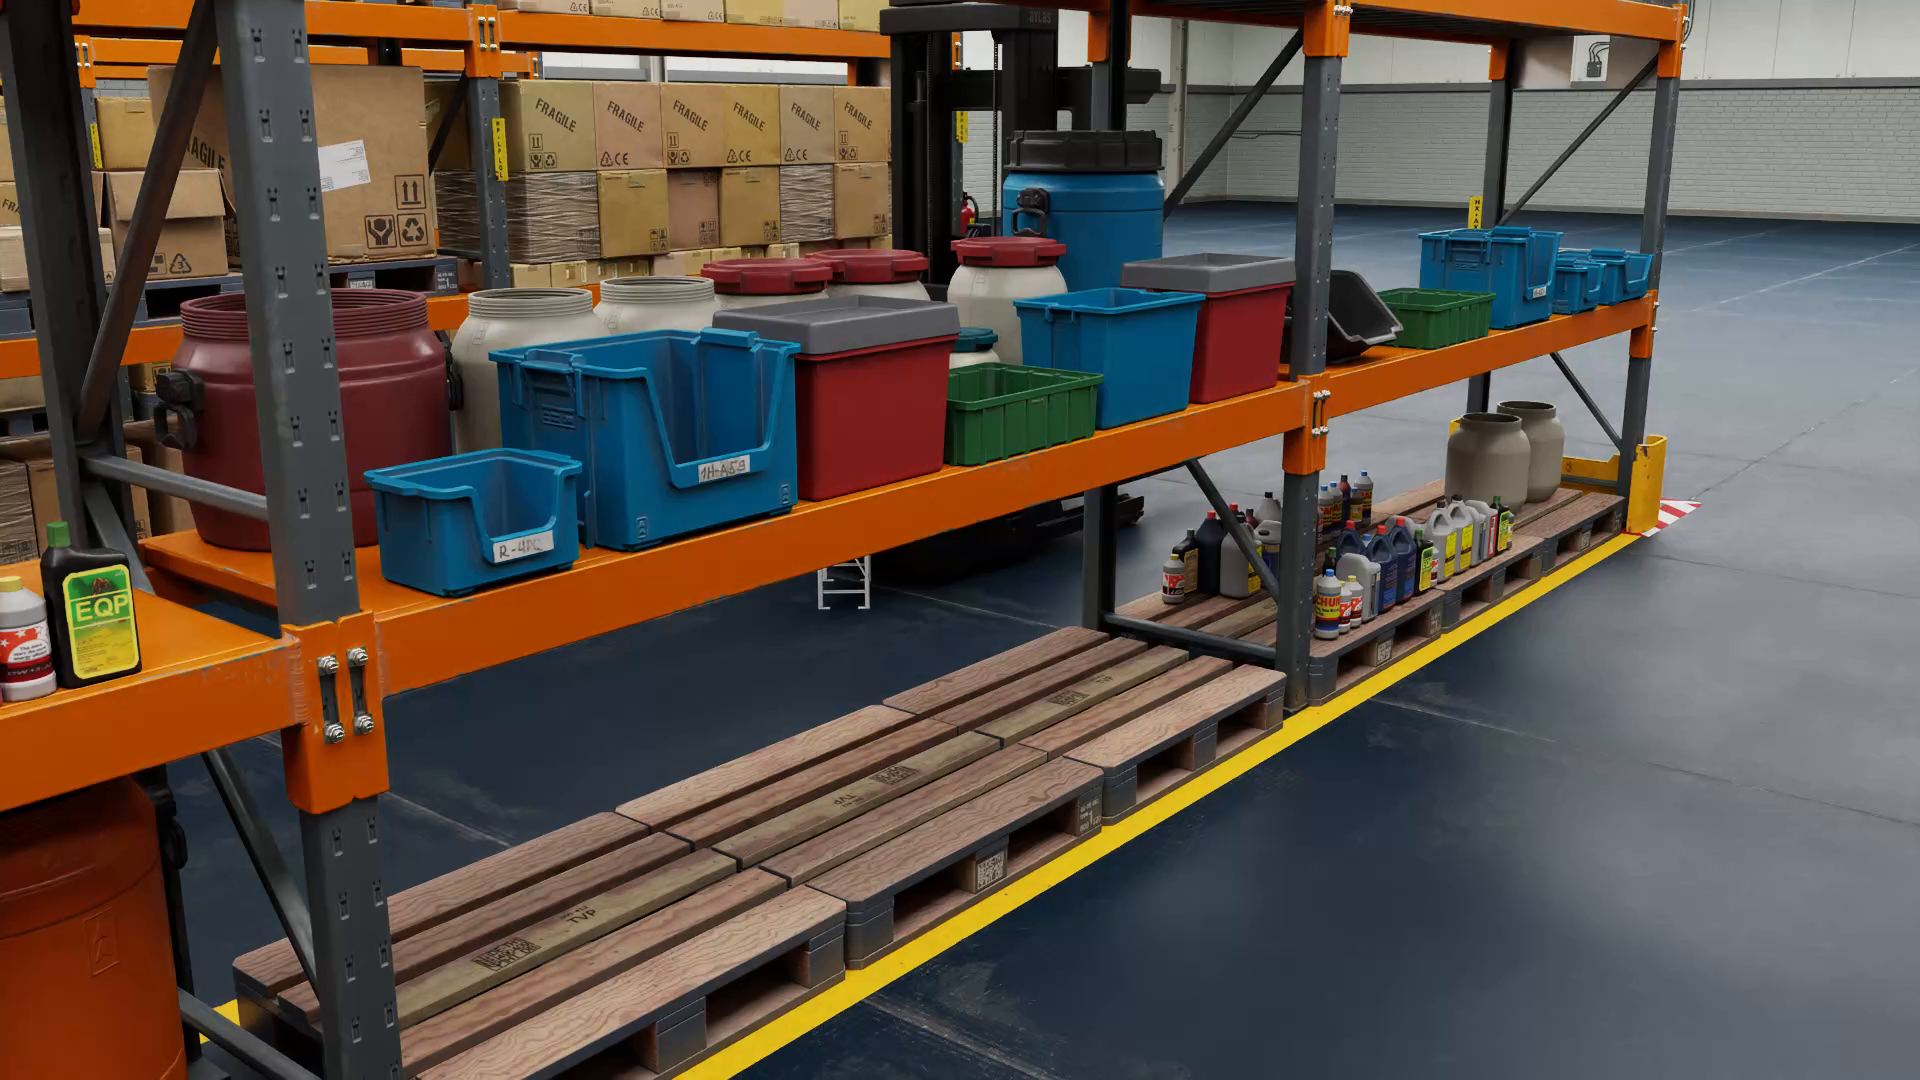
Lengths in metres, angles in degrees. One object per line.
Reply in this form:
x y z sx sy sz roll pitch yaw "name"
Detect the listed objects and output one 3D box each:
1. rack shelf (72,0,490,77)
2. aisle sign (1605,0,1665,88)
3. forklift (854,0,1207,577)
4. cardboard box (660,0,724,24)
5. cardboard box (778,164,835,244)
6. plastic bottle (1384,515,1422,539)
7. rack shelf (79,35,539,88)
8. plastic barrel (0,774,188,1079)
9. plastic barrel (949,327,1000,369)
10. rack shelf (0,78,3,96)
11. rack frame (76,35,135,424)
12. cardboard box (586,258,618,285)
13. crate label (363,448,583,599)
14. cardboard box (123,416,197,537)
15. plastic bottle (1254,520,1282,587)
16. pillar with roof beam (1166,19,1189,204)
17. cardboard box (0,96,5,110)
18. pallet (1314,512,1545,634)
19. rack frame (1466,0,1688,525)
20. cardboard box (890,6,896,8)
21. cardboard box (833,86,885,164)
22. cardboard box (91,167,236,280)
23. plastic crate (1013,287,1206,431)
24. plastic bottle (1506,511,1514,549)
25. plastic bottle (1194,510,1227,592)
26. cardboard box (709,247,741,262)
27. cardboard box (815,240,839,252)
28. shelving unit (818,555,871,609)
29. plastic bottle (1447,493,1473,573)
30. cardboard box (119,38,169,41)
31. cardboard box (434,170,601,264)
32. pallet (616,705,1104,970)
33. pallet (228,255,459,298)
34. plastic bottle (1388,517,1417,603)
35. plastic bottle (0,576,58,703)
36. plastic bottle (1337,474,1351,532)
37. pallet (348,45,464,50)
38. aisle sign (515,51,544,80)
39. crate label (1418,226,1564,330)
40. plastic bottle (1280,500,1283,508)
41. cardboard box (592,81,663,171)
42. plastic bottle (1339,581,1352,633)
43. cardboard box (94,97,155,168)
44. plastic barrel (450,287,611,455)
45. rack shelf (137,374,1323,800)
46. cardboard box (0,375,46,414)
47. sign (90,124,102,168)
-4.171 -2.352 7.657 1.077 0.370 4.000 11 18 38 "rack shelf"
3.729 -2.857 8.997 0.394 0.787 0.004 11 18 38 "aisle sign"
0.398 -1.541 9.235 1.130 2.935 3.031 11 18 38 "forklift"
-1.783 -3.253 10.048 0.500 0.250 0.500 10 18 35 "cardboard box"
-1.336 -2.284 11.213 0.875 0.500 0.500 11 18 38 "cardboard box"
2.023 0.018 7.599 0.152 0.276 0.135 11 18 38 "plastic bottle"
-5.452 -3.905 13.770 1.077 0.370 4.000 11 18 38 "rack shelf"
-1.870 0.848 3.249 0.600 0.830 0.708 11 18 38 "plastic barrel"
-0.013 -0.566 5.541 0.301 0.262 0.301 0 14 0 "plastic barrel"
-13.228 -5.419 19.730 1.077 0.370 4.000 11 18 38 "rack shelf"
-6.709 -2.416 12.543 1.000 3.000 0.127 11 18 38 "rack frame"
-2.242 -1.600 9.841 0.380 0.149 0.250 11 18 38 "cardboard box"
-1.019 -0.039 3.522 0.303 0.233 0.416 11 18 38 "crate label"
-3.983 -0.321 8.479 0.700 0.500 0.500 9 17 33 "cardboard box"
1.370 0.057 7.444 0.152 0.276 0.135 11 18 38 "plastic bottle"
9.094 -12.689 40.797 9.100 9.000 0.400 11 18 38 "pillar with roof beam"
-9.502 -4.077 16.243 0.700 0.500 0.500 11 18 36 "cardboard box"
2.159 0.132 8.176 1.003 0.211 1.213 11 18 38 "pallet"
3.452 -1.629 9.443 1.000 3.000 0.127 11 18 38 "rack frame"
-0.506 -3.645 11.592 0.500 0.250 0.500 12 18 39 "cardboard box"
-0.863 -2.833 11.343 0.500 0.500 0.500 11 18 38 "cardboard box"
-3.932 -1.537 8.018 0.797 0.503 0.637 14 20 43 "cardboard box"
0.487 -0.596 5.409 0.392 0.384 0.575 11 18 38 "plastic crate"
2.639 -0.066 8.082 0.097 0.201 0.097 0 14 0 "plastic bottle"
1.119 0.040 7.361 0.144 0.351 0.185 11 18 36 "plastic bottle"
-1.613 -1.792 10.594 0.380 0.149 0.250 11 18 38 "cardboard box"
-1.052 -1.997 11.401 0.380 0.149 0.250 11 18 38 "cardboard box"
-0.556 -0.317 7.935 0.258 1.200 0.503 -1 14 -2 "shelving unit"
2.271 -0.036 7.659 0.144 0.351 0.185 12 19 40 "plastic bottle"
-8.548 -5.221 17.190 0.500 0.250 0.500 11 18 37 "cardboard box"
-2.583 -1.899 9.698 0.875 0.500 0.500 11 18 38 "cardboard box"
-0.292 0.880 5.232 1.003 0.211 1.213 11 18 38 "pallet"
-3.508 -1.413 8.981 1.003 0.211 1.213 11 18 38 "pallet"
1.887 0.081 7.198 0.144 0.351 0.185 10 18 35 "plastic bottle"
-1.585 0.162 2.796 0.097 0.201 0.097 0 14 0 "plastic bottle"
1.914 -0.186 8.387 0.061 0.283 0.133 12 18 38 "plastic bottle"
-4.653 -4.450 14.634 1.003 0.211 1.213 11 18 38 "pallet"
-3.917 -4.410 15.109 0.394 0.787 0.004 11 18 38 "aisle sign"
2.506 -1.252 7.887 0.502 0.435 0.616 11 18 38 "crate label"
1.548 -0.053 7.879 0.152 0.276 0.135 12 18 39 "plastic bottle"
-2.121 -2.450 9.835 0.500 0.500 0.500 11 18 38 "cardboard box"
1.543 0.267 6.768 0.097 0.201 0.097 0 14 0 "plastic bottle"
-6.450 -3.078 12.649 0.875 0.550 0.550 11 18 38 "cardboard box"
-1.095 -0.381 4.304 0.421 0.512 0.421 0 14 0 "plastic barrel"
-0.319 -0.131 5.009 1.077 0.370 4.000 11 18 38 "rack shelf"
-7.029 -1.397 12.245 1.050 0.750 0.750 11 18 37 "cardboard box"
-6.280 -2.857 12.087 0.100 0.325 0.005 11 18 38 "sign"
